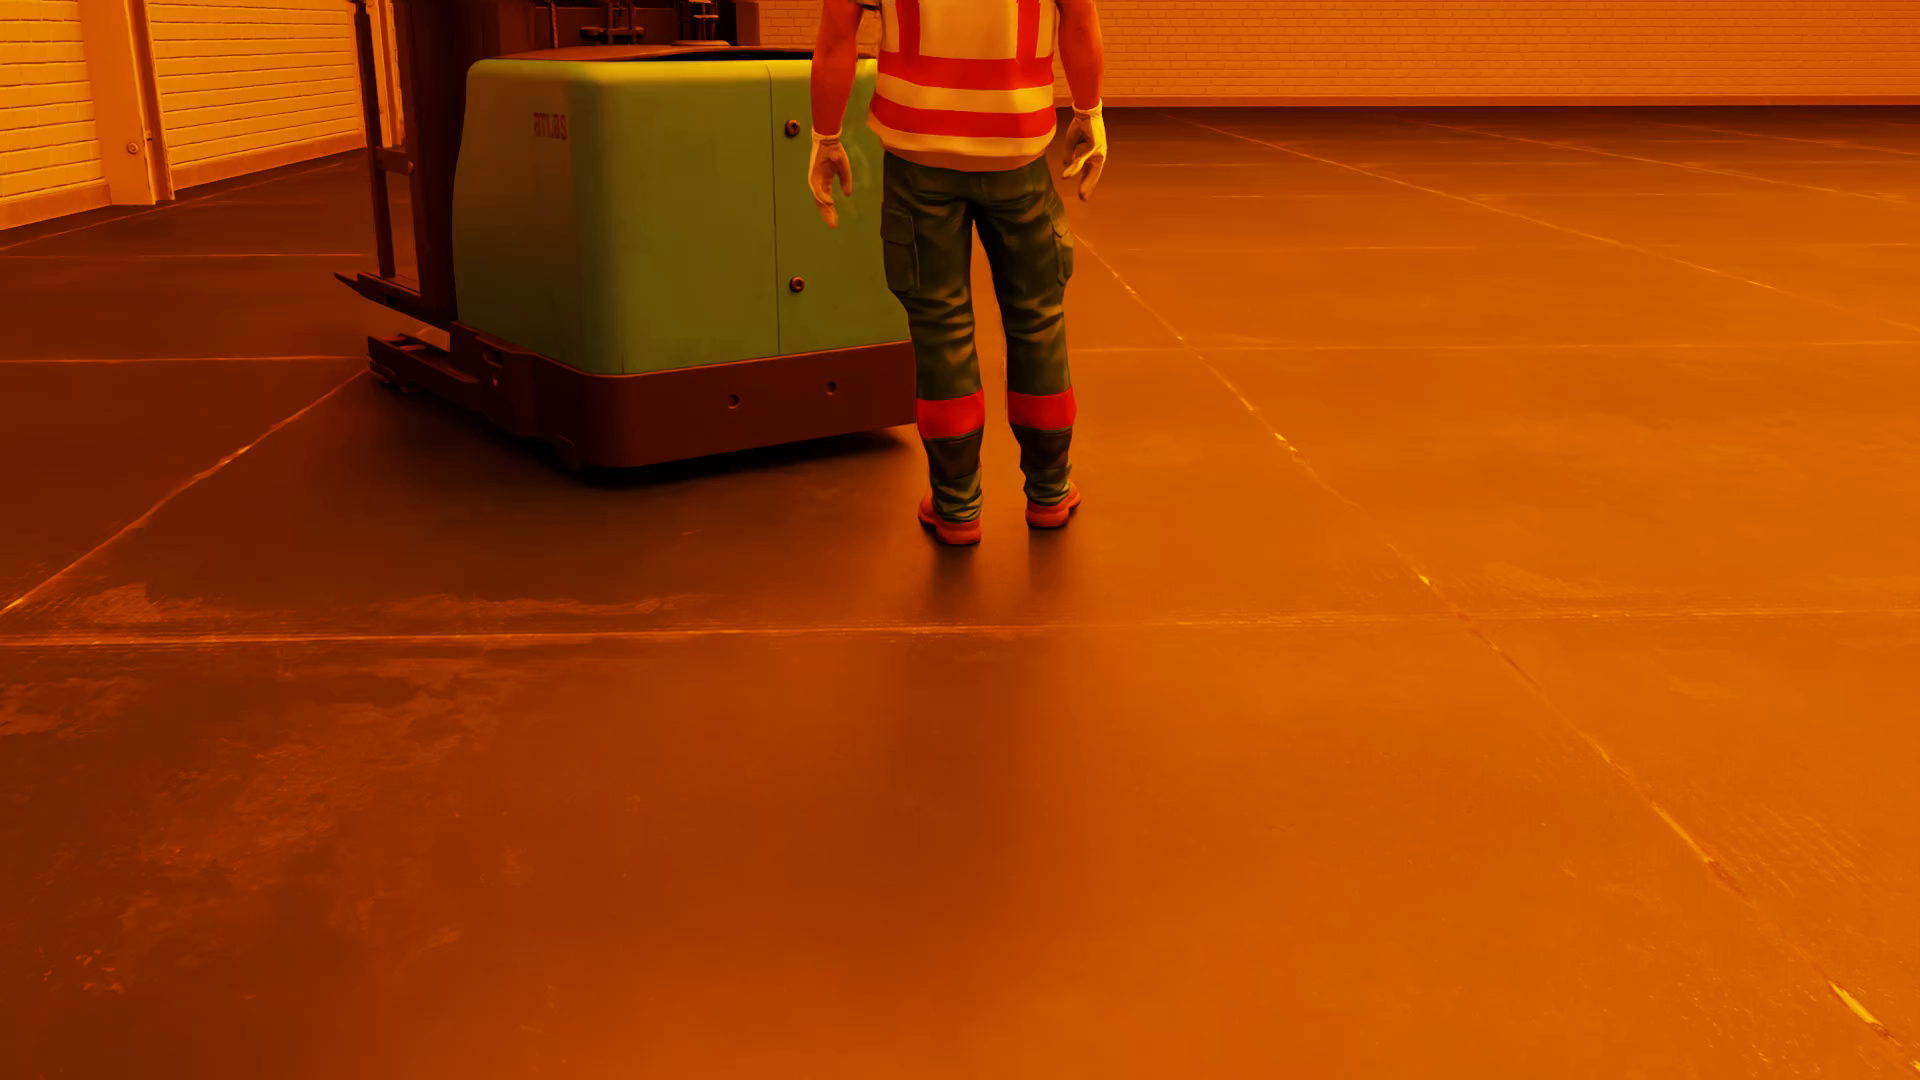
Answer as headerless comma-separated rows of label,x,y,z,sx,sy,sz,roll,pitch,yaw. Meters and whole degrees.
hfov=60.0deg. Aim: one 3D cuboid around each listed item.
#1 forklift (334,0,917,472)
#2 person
forklift,-1.354,-1.956,5.300,1.130,2.935,3.031,-12,21,-34
person,-0.007,-0.883,3.735,0.668,1.789,0.560,-1,17,-3
